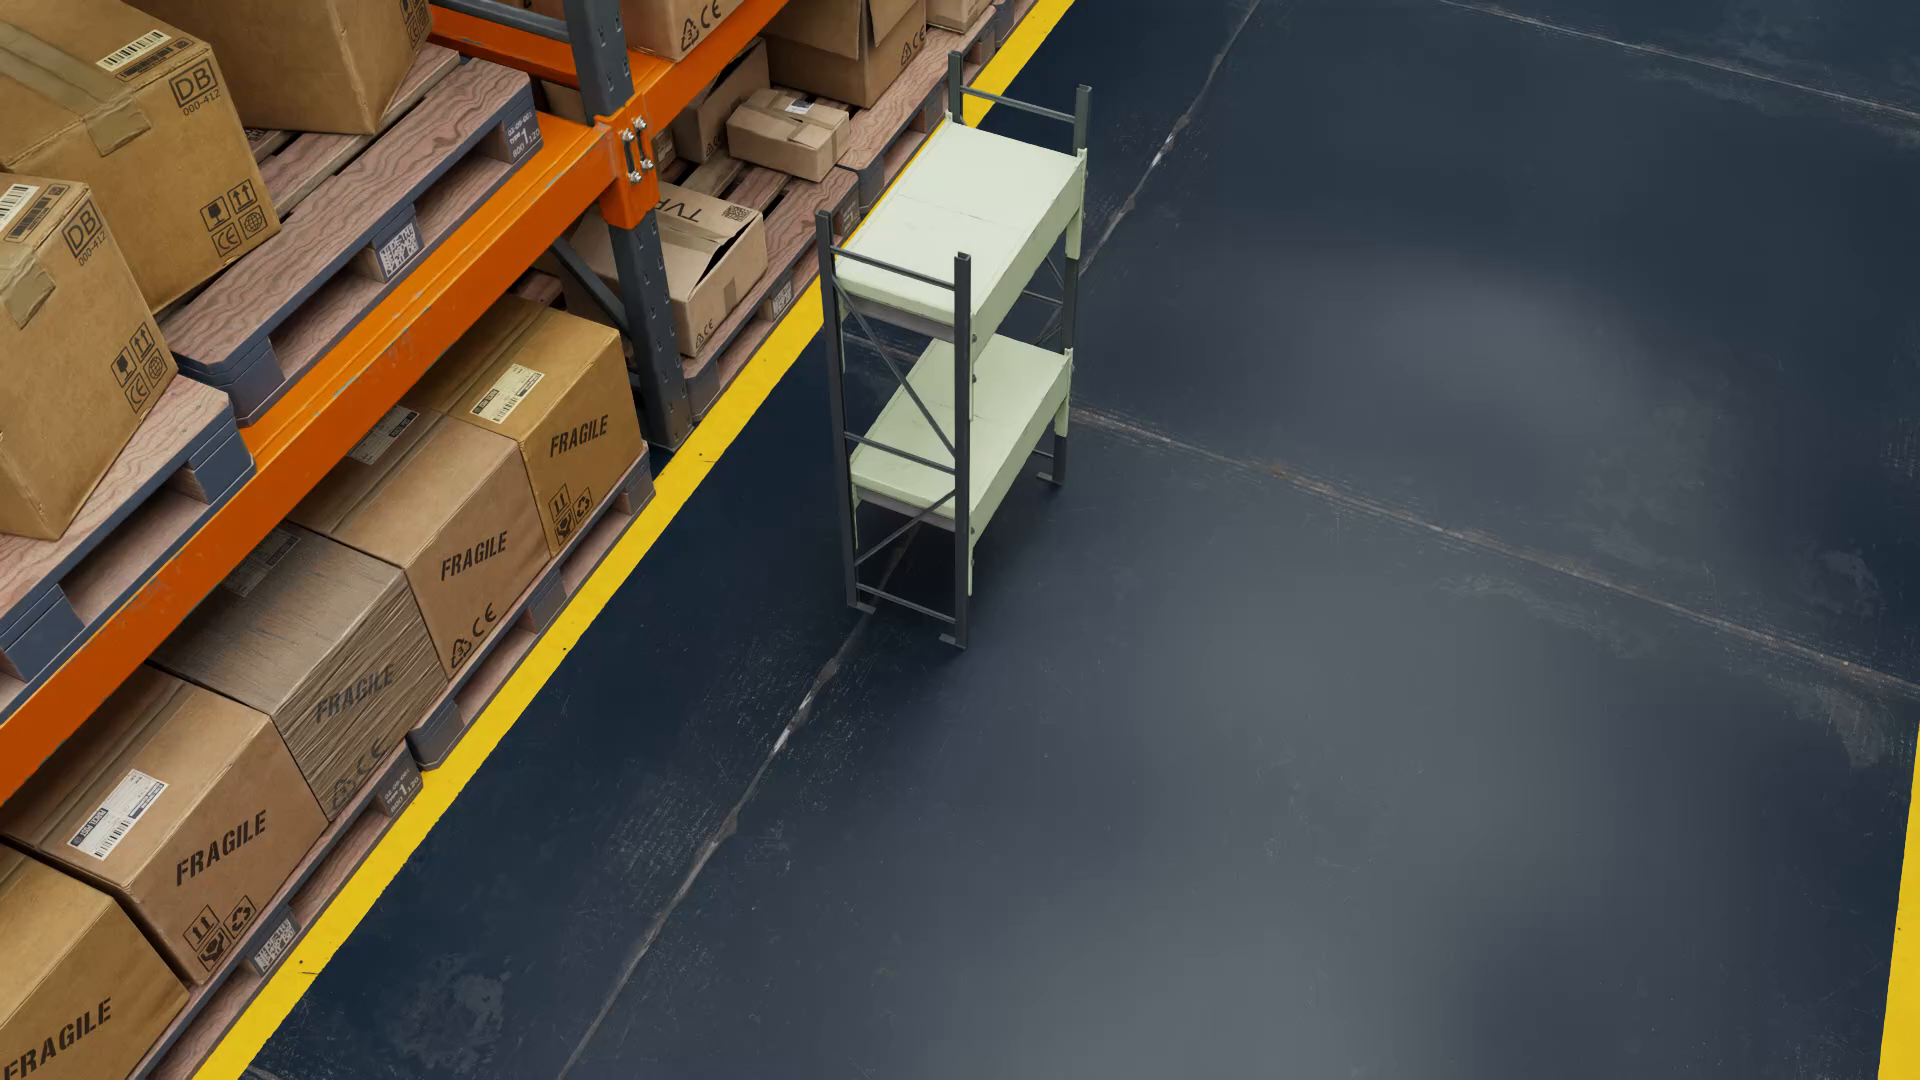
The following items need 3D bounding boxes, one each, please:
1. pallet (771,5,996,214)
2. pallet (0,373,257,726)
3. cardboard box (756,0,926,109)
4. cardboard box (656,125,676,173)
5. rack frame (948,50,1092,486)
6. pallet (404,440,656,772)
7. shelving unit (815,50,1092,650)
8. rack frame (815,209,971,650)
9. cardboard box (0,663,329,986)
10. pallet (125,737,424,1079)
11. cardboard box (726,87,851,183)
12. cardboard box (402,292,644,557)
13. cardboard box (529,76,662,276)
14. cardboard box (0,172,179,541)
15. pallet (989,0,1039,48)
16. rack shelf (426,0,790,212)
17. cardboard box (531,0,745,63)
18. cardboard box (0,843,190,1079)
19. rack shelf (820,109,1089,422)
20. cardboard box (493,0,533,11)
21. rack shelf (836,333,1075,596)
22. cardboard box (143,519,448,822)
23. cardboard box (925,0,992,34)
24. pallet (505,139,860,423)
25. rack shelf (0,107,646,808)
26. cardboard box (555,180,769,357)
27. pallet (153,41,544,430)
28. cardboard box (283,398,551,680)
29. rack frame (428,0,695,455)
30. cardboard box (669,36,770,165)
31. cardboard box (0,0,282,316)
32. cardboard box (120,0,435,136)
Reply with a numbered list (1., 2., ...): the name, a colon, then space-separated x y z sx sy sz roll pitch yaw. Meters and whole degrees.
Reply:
1. pallet: -0.552 -1.871 6.704 1.003 0.211 1.213 20 52 16
2. pallet: -2.249 0.017 3.392 1.003 0.211 1.213 20 52 16
3. cardboard box: -0.569 -2.088 6.408 0.797 0.503 0.637 20 52 16
4. cardboard box: -1.274 -1.440 6.089 0.380 0.149 0.250 20 52 16
5. rack frame: 0.154 -0.733 4.889 0.400 1.500 0.023 20 52 16
6. pallet: -1.680 0.017 5.097 1.003 0.211 1.213 20 52 16
7. shelving unit: -0.003 -0.481 4.675 0.431 1.500 0.755 20 52 16
8. rack frame: -0.159 -0.229 4.460 0.400 1.500 0.023 20 52 16
9. cardboard box: -1.967 0.675 4.058 0.500 0.500 0.500 18 52 15
10. pallet: -2.200 0.860 4.380 1.003 0.211 1.213 20 52 16
11. cardboard box: -0.631 -1.501 6.129 0.380 0.166 0.250 20 52 16
12. cardboard box: -1.318 -0.359 4.938 0.500 0.500 0.500 20 52 16
13. cardboard box: -1.380 -1.276 5.719 0.500 0.500 0.500 20 52 16
14. cardboard box: -2.066 -0.391 3.272 0.700 0.500 0.500 8 50 7
15. pallet: -0.030 -2.708 7.416 1.003 0.211 1.213 20 52 16
16. rack shelf: -0.512 -2.603 5.968 1.077 0.370 4.000 20 52 16
17. cardboard box: -0.902 -1.754 4.707 0.500 0.500 0.500 21 53 17
18. cardboard box: -2.185 1.036 3.751 0.500 0.500 0.500 19 52 16
19. rack shelf: -0.003 -0.734 4.378 0.431 0.370 0.720 20 52 16
20. cardboard box: -1.385 -1.919 4.848 0.500 0.500 0.500 21 53 17
21. rack shelf: -0.003 -0.270 4.923 0.431 0.370 0.720 20 52 16
22. cardboard box: -1.752 0.324 4.357 0.500 0.500 0.500 20 53 17
23. cardboard box: -0.100 -2.366 6.810 0.500 0.250 0.500 20 52 16
24. pallet: -1.072 -1.028 5.986 1.003 0.211 1.213 20 52 16
25. rack shelf: -2.221 0.151 3.624 1.077 0.370 4.000 20 52 16
26. cardboard box: -0.992 -0.949 5.565 0.500 0.311 0.500 20 52 16
27. pallet: -1.807 -0.882 4.157 1.003 0.211 1.213 20 52 16
28. cardboard box: -1.537 -0.021 4.651 0.500 0.500 0.500 20 52 16
29. rack frame: -1.367 -1.459 4.522 1.000 3.000 0.127 20 52 16
30. cardboard box: -1.059 -1.731 6.230 0.500 0.311 0.500 20 52 16
31. cardboard box: -2.008 -0.880 3.688 0.700 0.500 0.500 28 55 22
32. cardboard box: -1.771 -1.374 4.108 0.700 0.500 0.500 4 50 4
